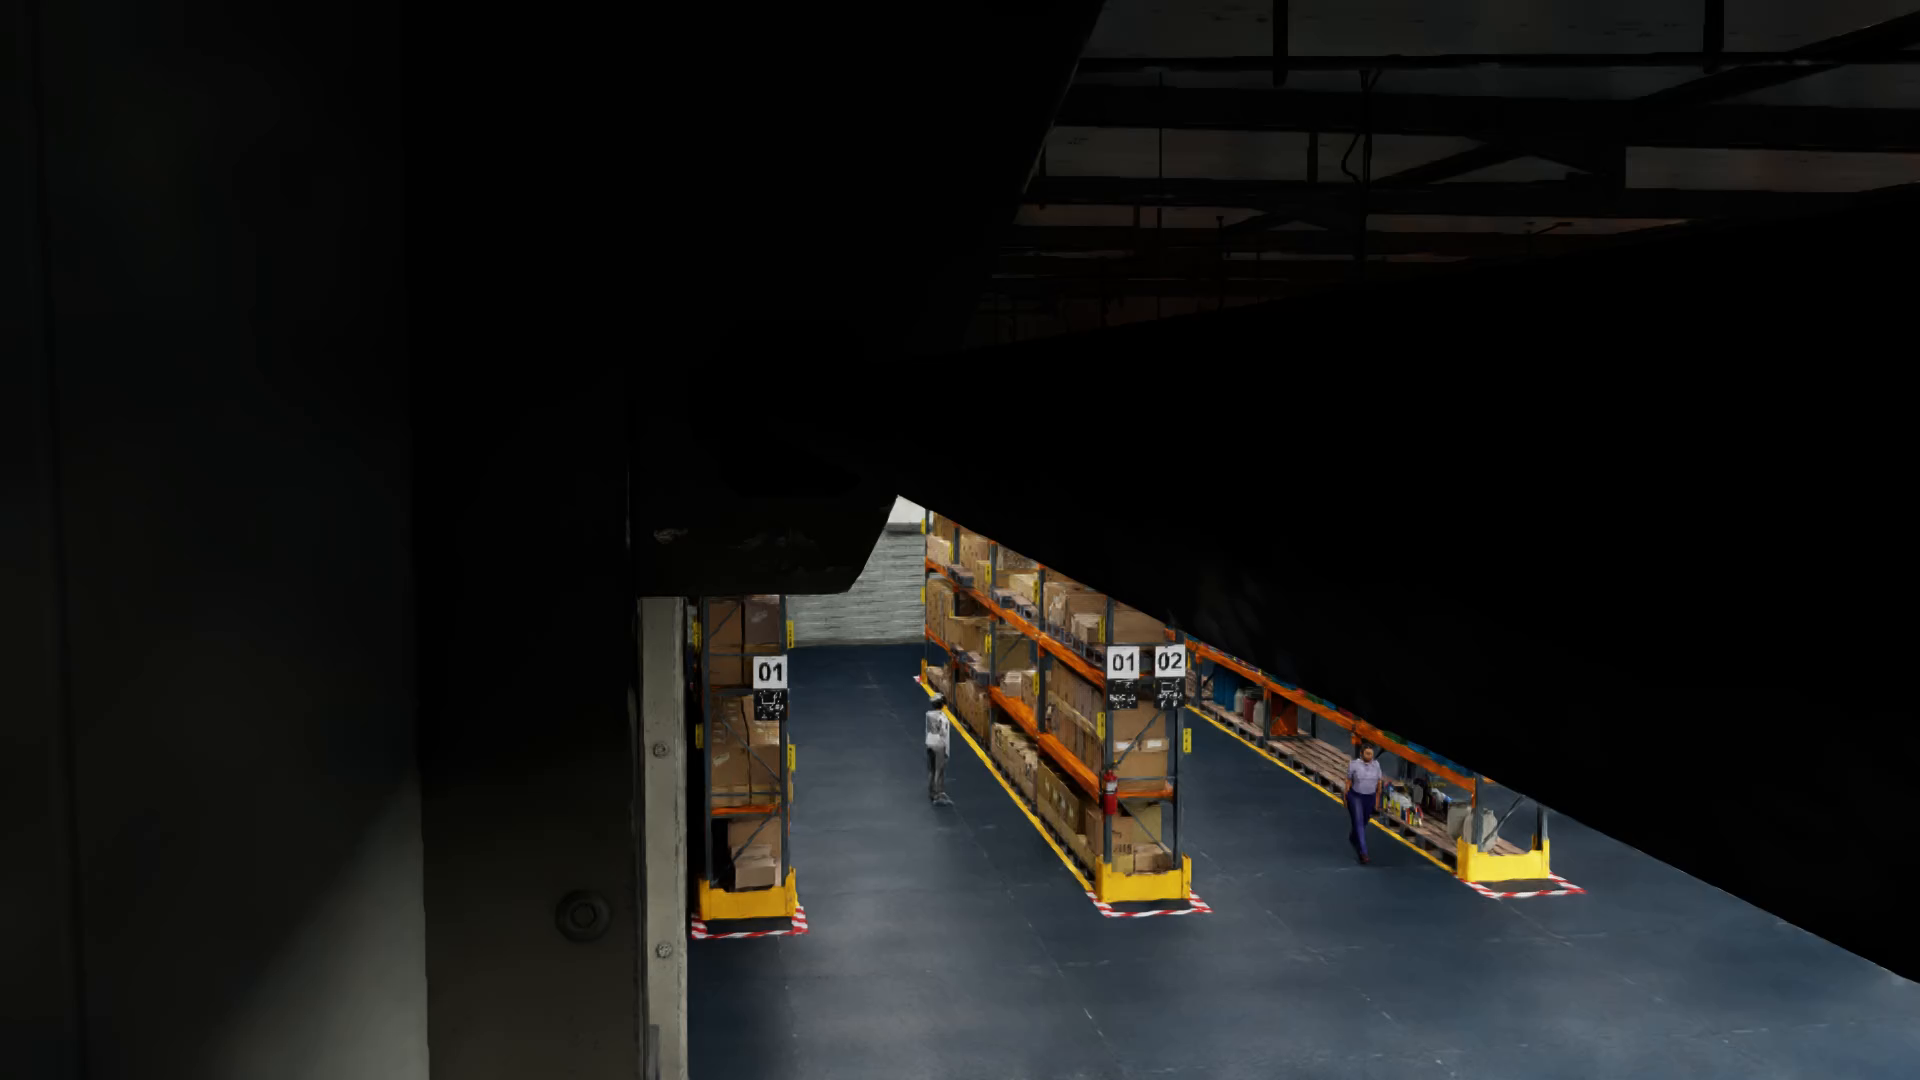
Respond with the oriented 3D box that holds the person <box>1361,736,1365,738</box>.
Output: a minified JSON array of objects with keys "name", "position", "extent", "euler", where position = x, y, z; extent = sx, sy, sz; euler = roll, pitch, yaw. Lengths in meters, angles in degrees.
[{"name":"person","position":[7.509,2.820,30.072],"extent":[0.598,1.698,1.194],"euler":[-1,5,-7]}]

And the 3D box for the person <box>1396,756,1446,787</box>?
[{"name":"person","position":[7.356,3.118,26.700],"extent":[0.692,1.723,0.678],"euler":[-4,7,-40]}]

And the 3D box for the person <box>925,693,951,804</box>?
[{"name":"person","position":[-0.318,3.216,25.779],"extent":[0.416,1.677,0.537],"euler":[-4,7,-40]}]

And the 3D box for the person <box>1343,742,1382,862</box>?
[{"name":"person","position":[5.538,3.530,22.742],"extent":[0.479,1.563,1.071],"euler":[-1,5,-10]}]
